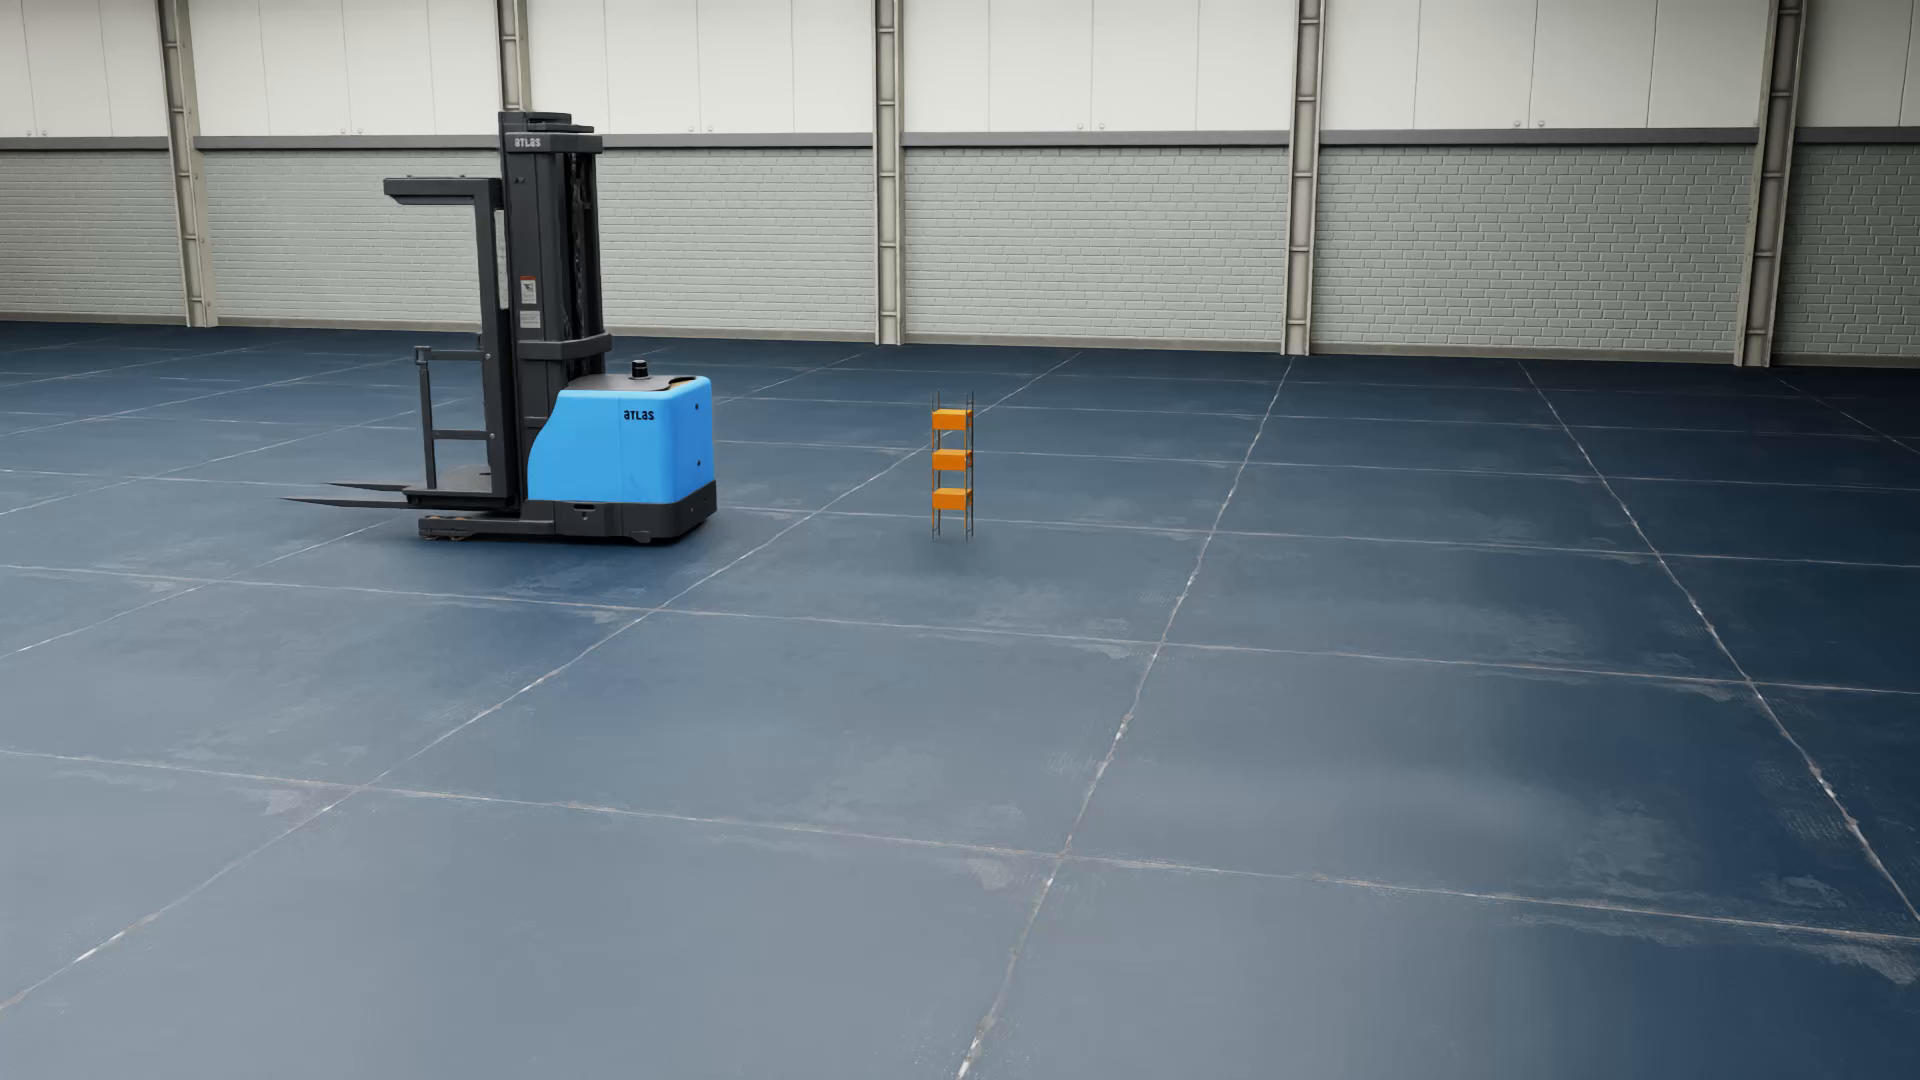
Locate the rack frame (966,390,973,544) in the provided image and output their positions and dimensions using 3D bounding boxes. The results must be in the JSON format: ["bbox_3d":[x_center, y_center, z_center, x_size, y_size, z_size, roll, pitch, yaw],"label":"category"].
[{"bbox_3d":[0.067,-0.509,11.604,0.008,1.050,0.200,3,13,14],"label":"rack frame"}]

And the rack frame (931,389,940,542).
[{"bbox_3d":[-0.170,-0.522,11.661,0.008,1.050,0.200,3,13,14],"label":"rack frame"}]

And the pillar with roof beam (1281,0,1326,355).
[{"bbox_3d":[3.746,-6.140,18.633,0.400,9.000,9.100,3,13,14],"label":"pillar with roof beam"}]

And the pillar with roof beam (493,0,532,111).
[{"bbox_3d":[-7.905,-6.763,21.440,0.400,9.000,9.100,3,13,14],"label":"pillar with roof beam"}]

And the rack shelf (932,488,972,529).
[{"bbox_3d":[-0.052,-0.234,11.695,0.240,0.259,0.215,3,13,14],"label":"rack shelf"}]

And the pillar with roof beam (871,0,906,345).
[{"bbox_3d":[-2.079,-6.451,20.036,0.400,9.000,9.100,3,13,14],"label":"pillar with roof beam"}]

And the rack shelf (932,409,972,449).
[{"bbox_3d":[-0.052,-0.782,11.573,0.240,0.259,0.215,3,13,14],"label":"rack shelf"}]

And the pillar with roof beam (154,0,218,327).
[{"bbox_3d":[-13.730,-7.074,22.843,0.400,9.000,9.100,3,13,14],"label":"pillar with roof beam"}]

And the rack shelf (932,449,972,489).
[{"bbox_3d":[-0.052,-0.505,11.635,0.240,0.259,0.215,3,13,14],"label":"rack shelf"}]

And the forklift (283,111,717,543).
[{"bbox_3d":[-3.371,-1.535,11.886,3.031,2.935,1.130,2,13,9],"label":"forklift"}]

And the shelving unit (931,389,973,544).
[{"bbox_3d":[-0.052,-0.515,11.633,0.252,1.050,0.215,3,13,14],"label":"shelving unit"}]

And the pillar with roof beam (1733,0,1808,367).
[{"bbox_3d":[9.571,-5.829,17.230,0.400,9.000,9.100,3,13,14],"label":"pillar with roof beam"}]
